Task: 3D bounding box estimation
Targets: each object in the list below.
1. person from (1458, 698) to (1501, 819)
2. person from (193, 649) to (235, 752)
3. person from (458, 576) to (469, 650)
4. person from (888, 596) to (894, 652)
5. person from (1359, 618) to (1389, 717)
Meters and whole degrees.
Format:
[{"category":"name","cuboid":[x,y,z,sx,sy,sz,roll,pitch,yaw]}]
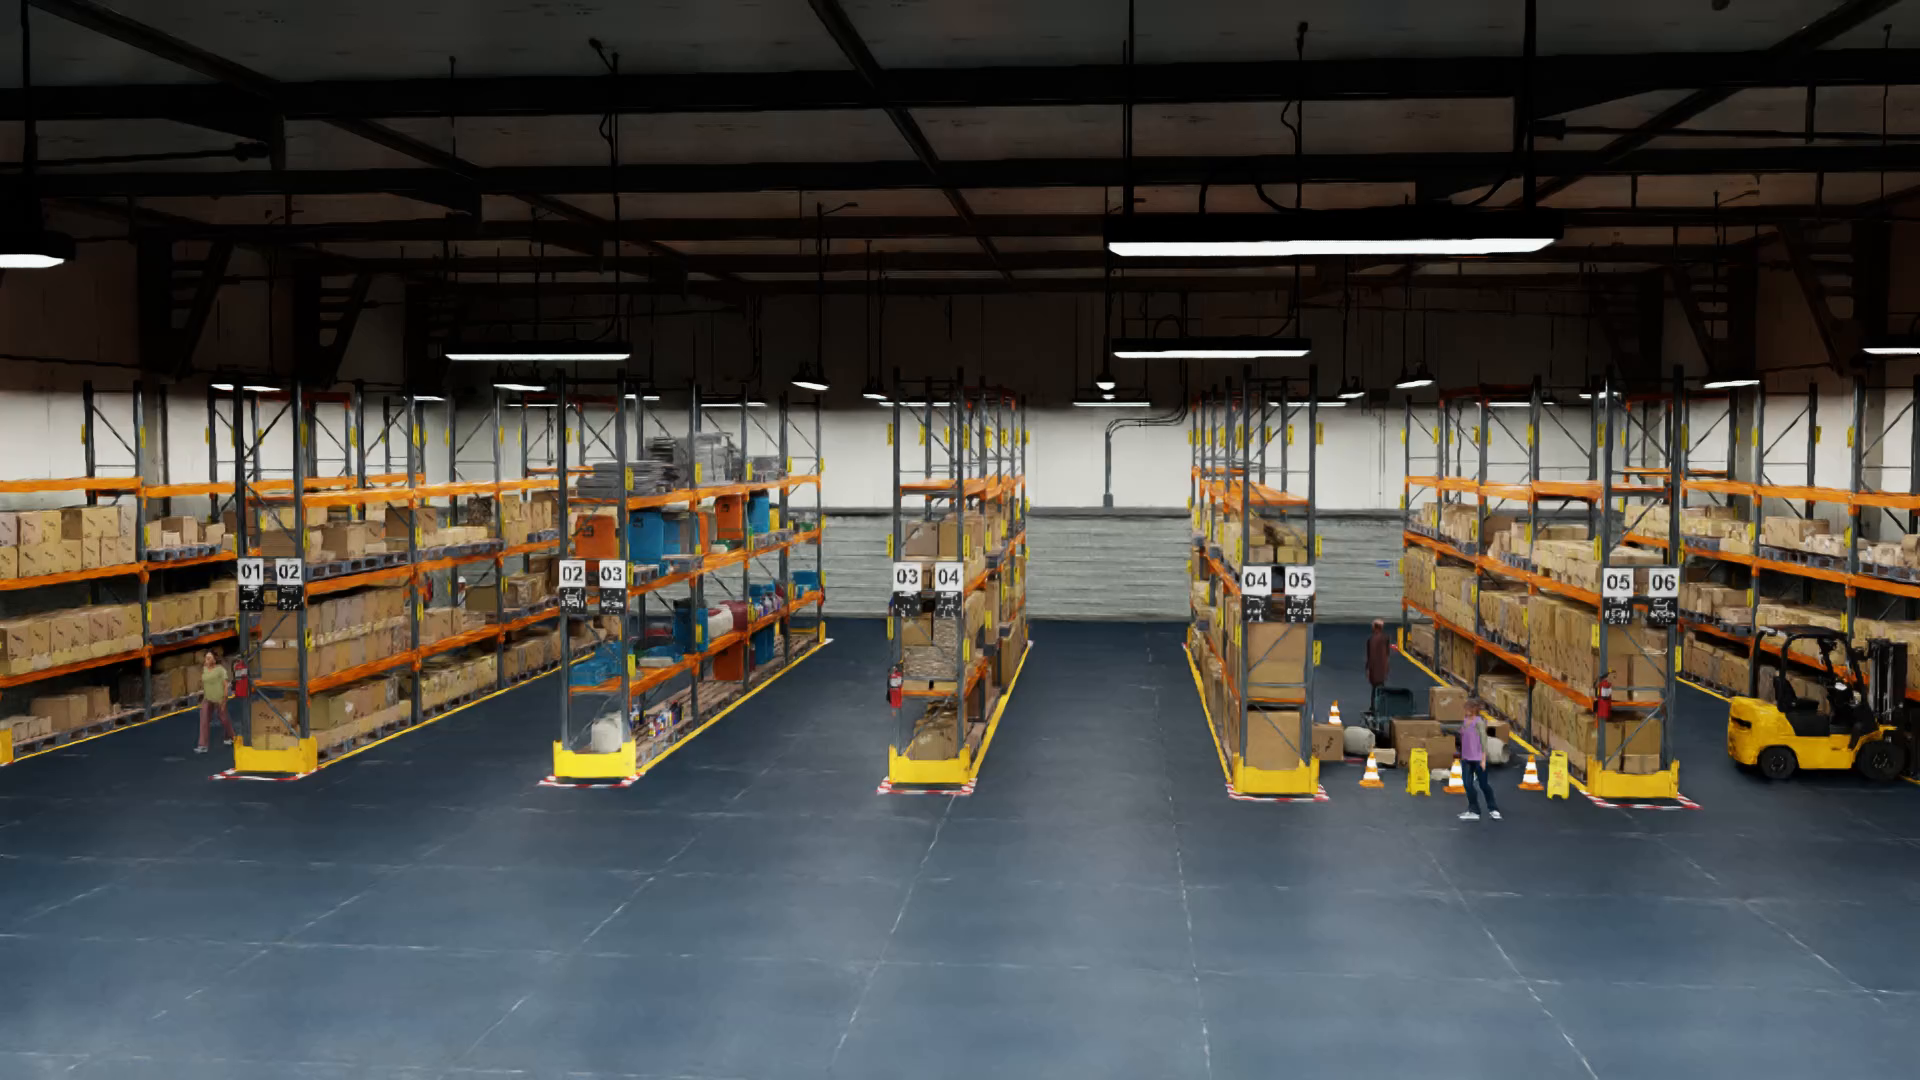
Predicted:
[{"category":"person","cuboid":[6.805,2.864,21.769,0.491,1.589,0.516,-1,4,-21]},{"category":"person","cuboid":[-11.880,2.542,26.535,0.456,1.612,1.019,0,4,4]},{"category":"person","cuboid":[-11.702,1.703,39.130,0.553,1.709,1.123,0,4,7]},{"category":"person","cuboid":[-1.366,1.819,38.471,0.592,1.604,0.518,0,4,3]},{"category":"person","cuboid":[7.352,2.290,29.447,0.630,1.727,0.678,2,4,35]}]
